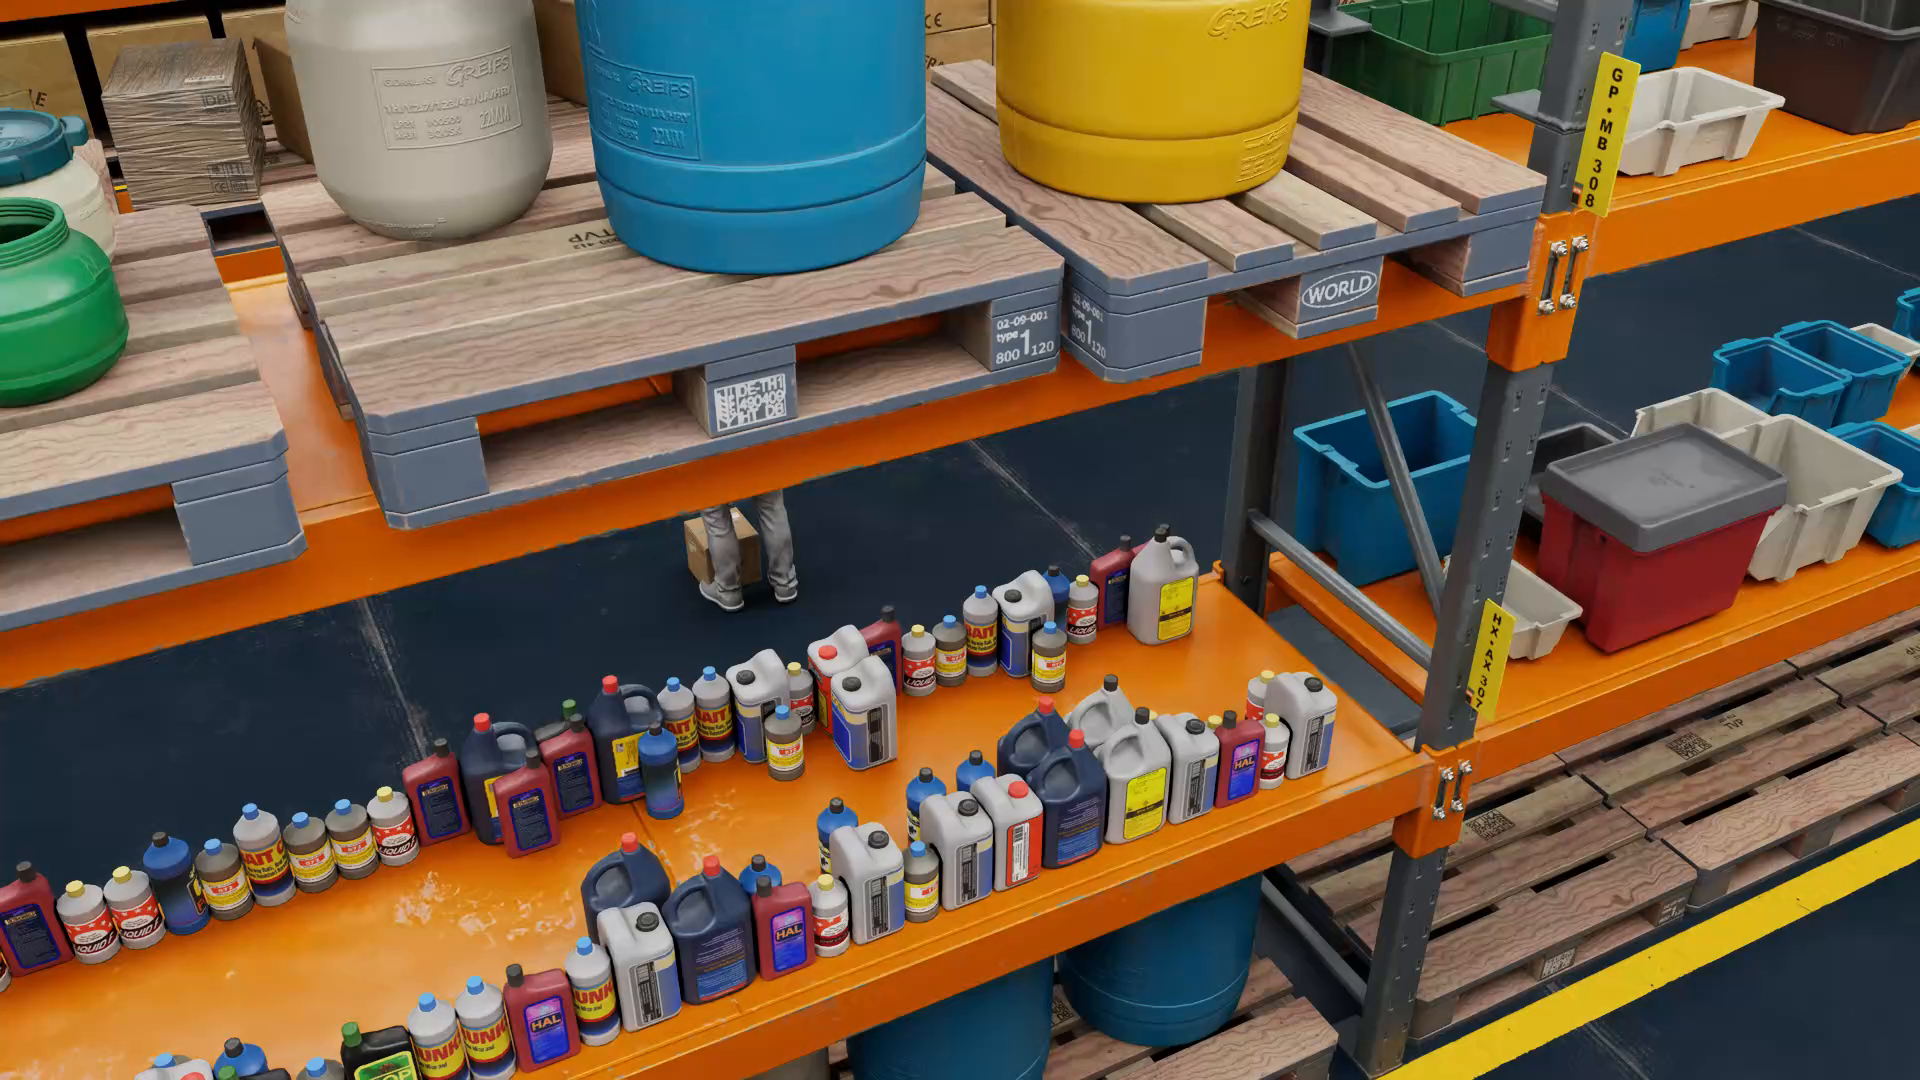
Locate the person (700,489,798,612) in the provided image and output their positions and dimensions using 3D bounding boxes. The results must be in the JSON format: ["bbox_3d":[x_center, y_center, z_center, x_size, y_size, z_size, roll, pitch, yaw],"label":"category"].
[{"bbox_3d":[-0.935,-0.436,6.802,0.528,1.663,0.403,-16,37,-23],"label":"person"}]
